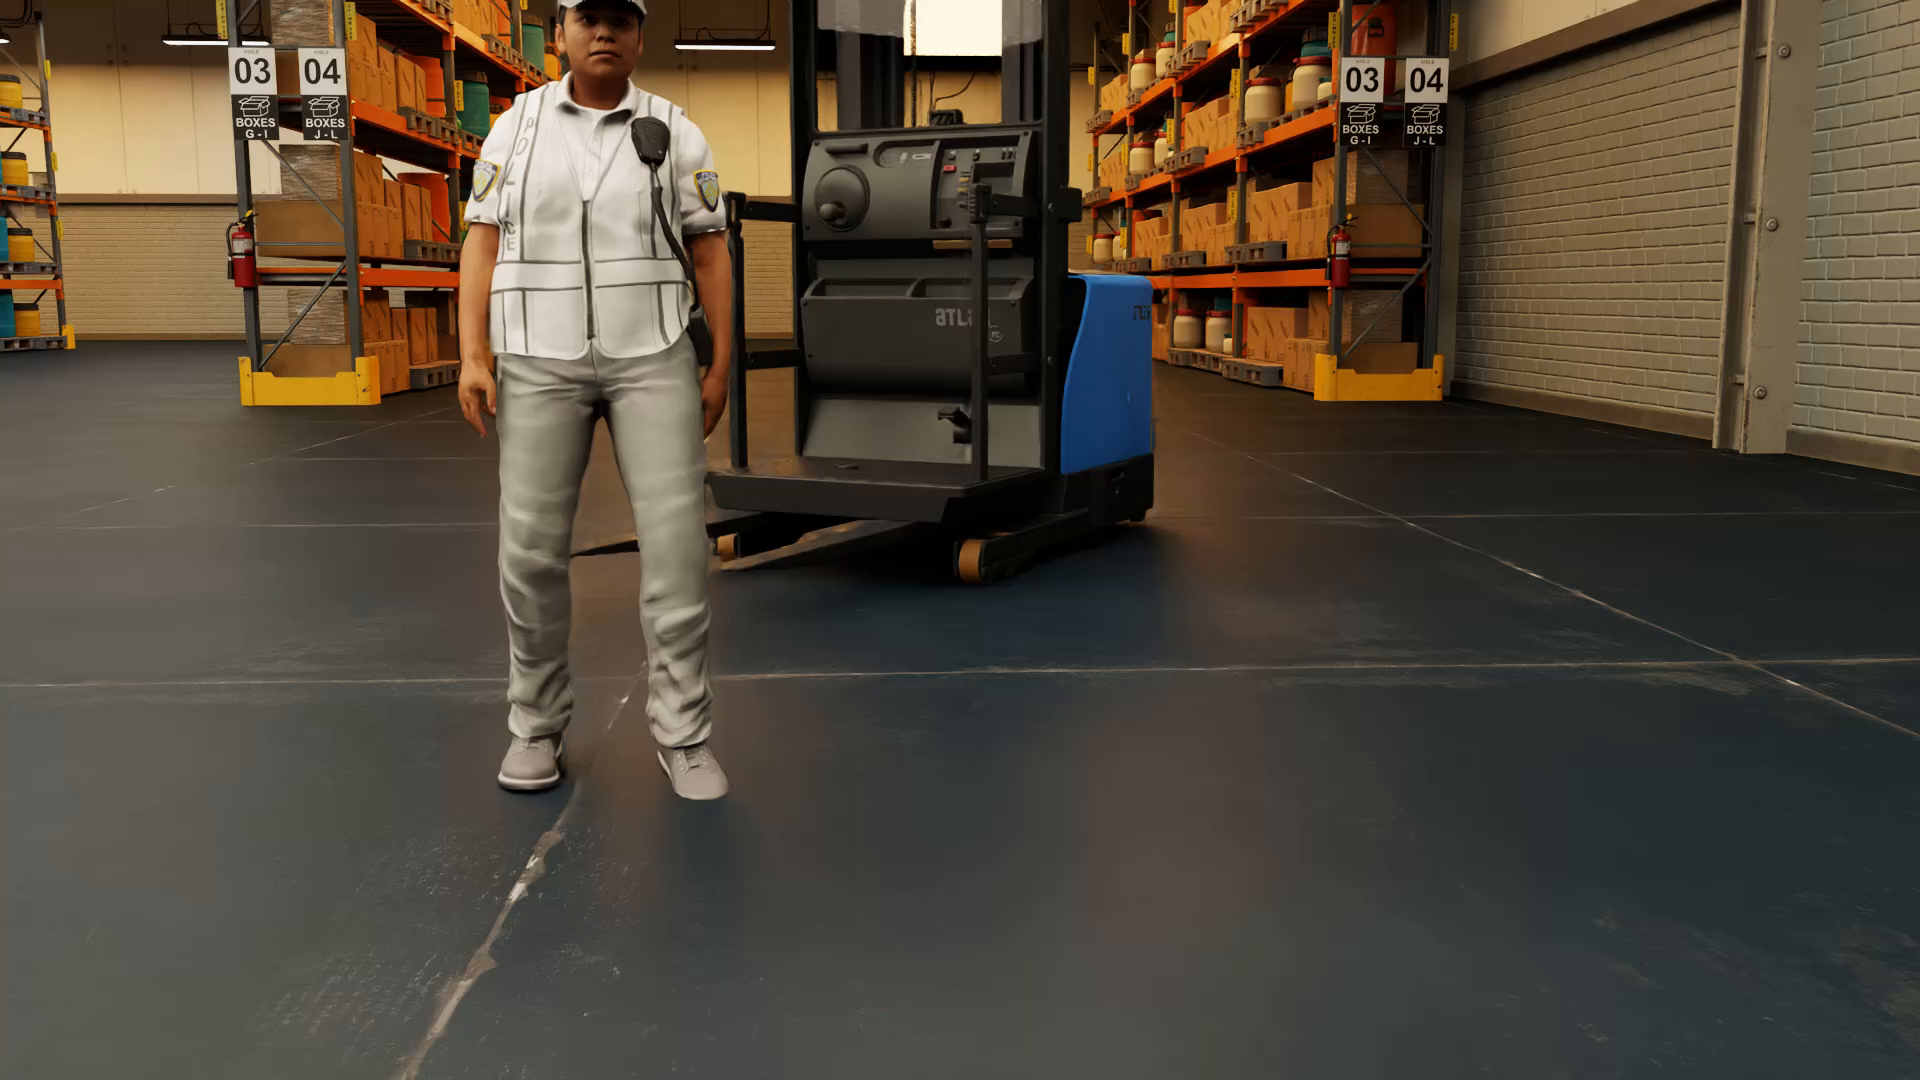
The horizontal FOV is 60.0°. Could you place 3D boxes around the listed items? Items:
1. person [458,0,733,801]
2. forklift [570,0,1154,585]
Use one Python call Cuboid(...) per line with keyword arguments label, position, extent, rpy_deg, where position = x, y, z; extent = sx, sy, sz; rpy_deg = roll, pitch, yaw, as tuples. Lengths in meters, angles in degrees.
Cuboid(label="person", position=(-0.739, -0.314, 3.401), extent=(0.555, 1.696, 0.494), rpy_deg=(-1, 9, -9))
Cuboid(label="forklift", position=(-0.260, -1.366, 6.029), extent=(1.130, 2.935, 3.031), rpy_deg=(4, 9, 26))
